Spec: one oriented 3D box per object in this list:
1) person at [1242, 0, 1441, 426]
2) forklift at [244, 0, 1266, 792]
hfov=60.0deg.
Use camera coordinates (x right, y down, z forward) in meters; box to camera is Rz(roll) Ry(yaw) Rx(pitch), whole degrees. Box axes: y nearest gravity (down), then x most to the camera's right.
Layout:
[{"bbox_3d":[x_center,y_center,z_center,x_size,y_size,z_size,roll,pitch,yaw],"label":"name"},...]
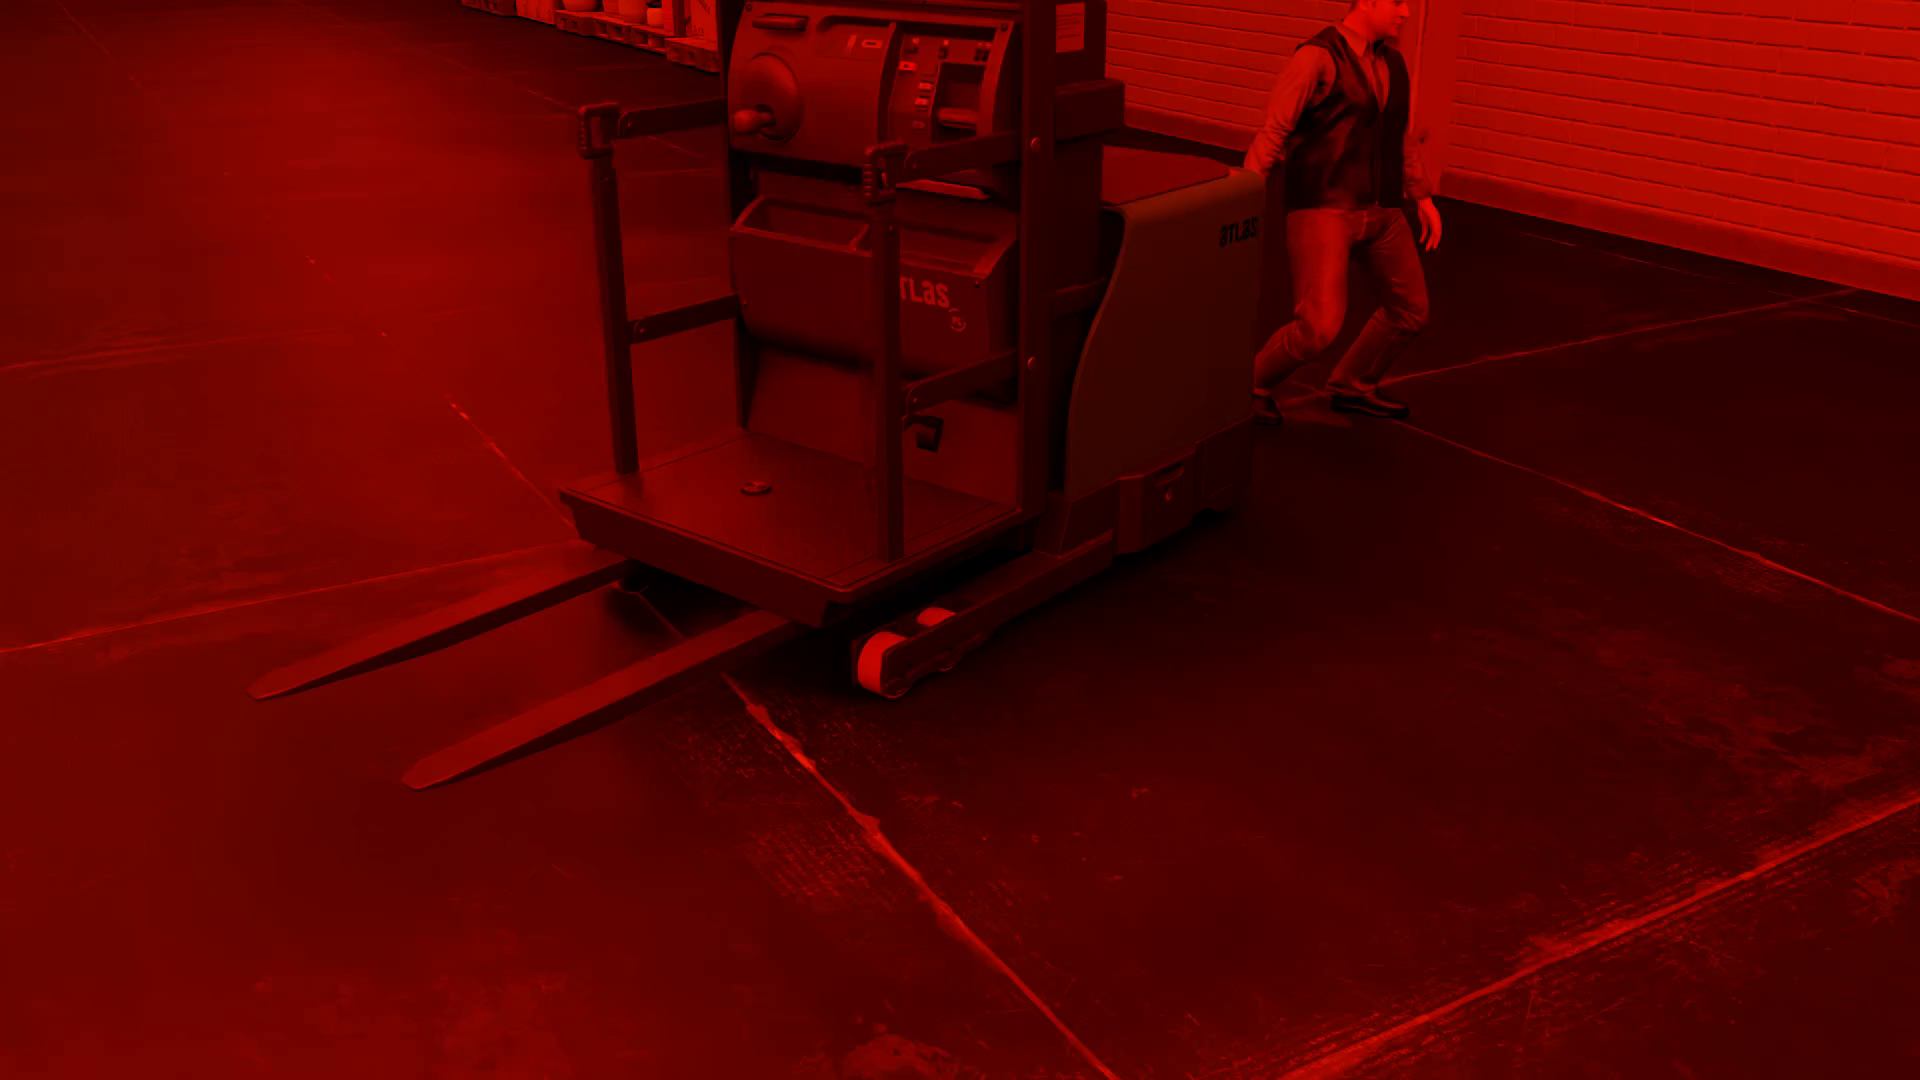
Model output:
[{"bbox_3d":[1.323,-1.156,5.809,0.885,1.629,0.486,-12,25,-27],"label":"person"},{"bbox_3d":[-0.382,-1.173,4.131,1.130,2.935,3.031,17,28,36],"label":"forklift"}]
